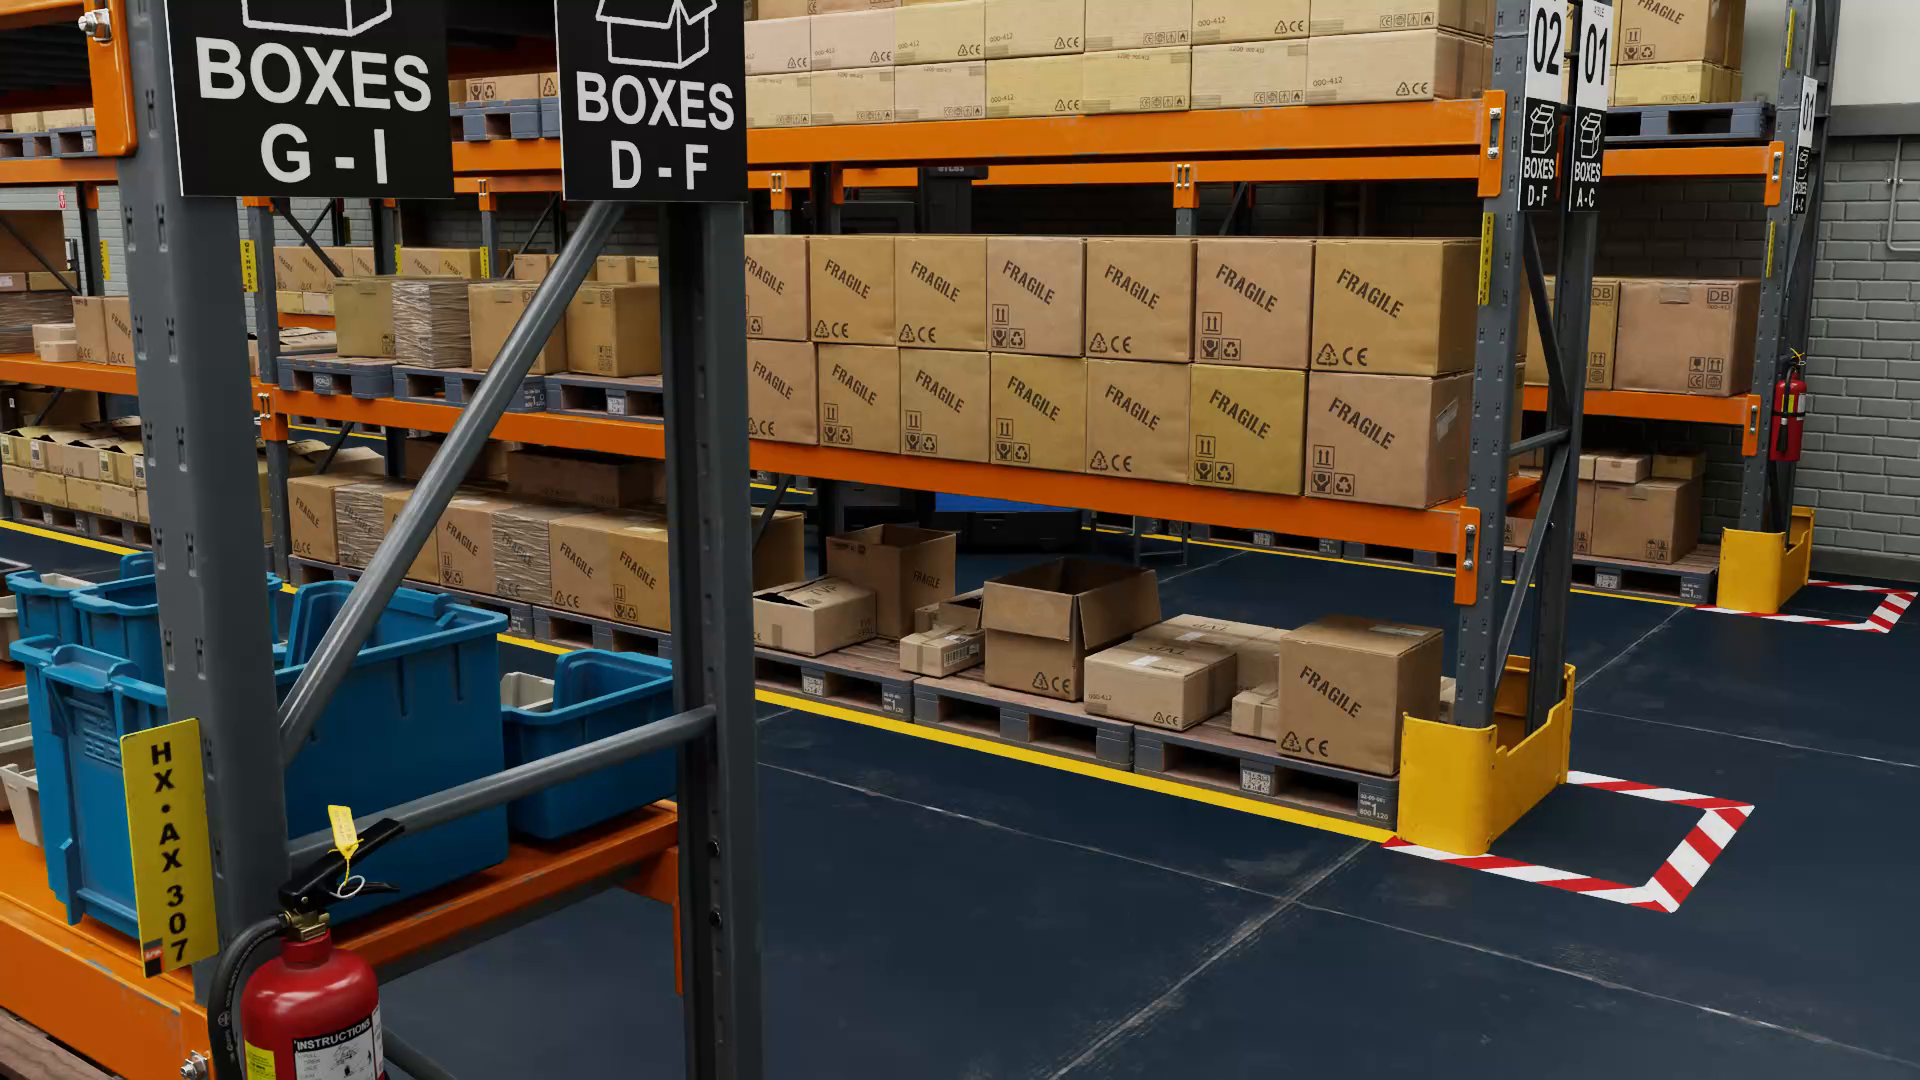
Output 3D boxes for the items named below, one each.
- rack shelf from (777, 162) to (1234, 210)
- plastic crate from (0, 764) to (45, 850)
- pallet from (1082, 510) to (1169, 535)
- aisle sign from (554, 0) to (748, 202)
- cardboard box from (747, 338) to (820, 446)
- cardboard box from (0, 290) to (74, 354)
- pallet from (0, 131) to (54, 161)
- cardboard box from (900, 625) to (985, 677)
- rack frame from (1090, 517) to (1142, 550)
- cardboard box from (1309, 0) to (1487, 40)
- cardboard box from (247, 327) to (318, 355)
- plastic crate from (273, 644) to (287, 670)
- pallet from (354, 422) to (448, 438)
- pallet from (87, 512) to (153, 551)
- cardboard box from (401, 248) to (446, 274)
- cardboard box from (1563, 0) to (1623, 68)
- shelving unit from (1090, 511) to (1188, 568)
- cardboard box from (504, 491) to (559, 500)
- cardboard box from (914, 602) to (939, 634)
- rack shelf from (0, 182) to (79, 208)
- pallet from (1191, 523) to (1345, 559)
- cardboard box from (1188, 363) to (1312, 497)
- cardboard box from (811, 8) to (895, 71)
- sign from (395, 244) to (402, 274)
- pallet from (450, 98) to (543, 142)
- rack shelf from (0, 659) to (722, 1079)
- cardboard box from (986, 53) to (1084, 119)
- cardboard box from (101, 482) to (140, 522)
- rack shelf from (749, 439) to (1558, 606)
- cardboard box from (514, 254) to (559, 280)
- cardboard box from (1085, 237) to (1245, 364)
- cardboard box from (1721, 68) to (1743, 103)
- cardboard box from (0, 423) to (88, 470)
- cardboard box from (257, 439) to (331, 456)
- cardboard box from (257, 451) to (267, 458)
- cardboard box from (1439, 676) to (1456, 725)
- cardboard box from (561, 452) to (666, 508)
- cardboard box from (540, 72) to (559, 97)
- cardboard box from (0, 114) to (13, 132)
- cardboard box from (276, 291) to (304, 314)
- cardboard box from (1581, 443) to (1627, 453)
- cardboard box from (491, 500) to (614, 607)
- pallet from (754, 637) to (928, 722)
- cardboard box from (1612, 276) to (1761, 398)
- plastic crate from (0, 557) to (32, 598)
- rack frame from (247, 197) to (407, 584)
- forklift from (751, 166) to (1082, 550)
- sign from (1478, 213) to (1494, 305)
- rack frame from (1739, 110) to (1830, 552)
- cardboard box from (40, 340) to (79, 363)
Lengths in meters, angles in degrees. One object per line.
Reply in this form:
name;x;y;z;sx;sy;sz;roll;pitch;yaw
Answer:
rack shelf;0.322;-2.919;13.717;4.000;0.370;1.077;8;13;36
plastic crate;-1.470;0.428;2.957;0.243;0.136;0.396;8;13;36
pallet;1.268;-0.281;13.424;1.213;0.211;1.003;8;13;36
aisle sign;-0.472;-0.922;2.553;0.004;0.787;0.394;8;13;36
cardboard box;-0.745;-0.766;8.327;0.500;0.500;0.500;8;14;37
cardboard box;-7.804;-1.813;13.741;0.500;0.500;0.700;8;13;34
pallet;-6.724;-2.997;12.729;1.217;0.209;0.805;7;13;33
cardboard box;-0.081;0.535;8.166;0.250;0.166;0.380;8;13;36
rack frame;1.146;-0.676;12.075;0.400;1.500;0.023;-4;12;-19
cardboard box;1.664;-2.029;6.303;0.500;0.250;0.500;8;13;36
cardboard box;-4.825;-1.352;11.855;0.500;0.311;0.500;8;13;35
plastic crate;-1.241;0.292;3.403;0.300;0.233;0.416;8;13;36
pallet;-6.064;-1.312;18.756;1.213;0.211;1.003;8;13;36
pallet;-5.838;-0.132;12.657;1.213;0.211;1.003;8;13;36
cardboard box;-5.883;-2.898;17.978;0.500;0.500;0.500;7;13;34
cardboard box;4.010;-3.246;10.564;0.500;0.500;0.500;8;14;37
shelving unit;1.268;-0.610;11.736;0.431;1.500;0.755;-4;12;-19
cardboard box;-2.483;-0.069;10.410;0.500;0.500;0.500;7;13;33
cardboard box;-0.030;0.422;8.801;0.250;0.149;0.380;8;13;36
rack shelf;-9.055;-3.059;14.443;4.000;0.370;1.077;8;13;36
pallet;2.501;-0.108;12.532;1.213;0.211;1.003;8;13;36
cardboard box;1.287;-0.482;6.858;0.500;0.500;0.500;8;14;36
cardboard box;-0.346;-2.312;7.762;0.500;0.250;0.500;8;13;36
sign;-3.905;-1.879;11.506;0.005;0.325;0.100;8;13;36
pallet;-2.317;-2.396;9.616;1.003;0.211;1.213;8;13;36
rack shelf;-2.318;0.520;3.837;4.000;0.370;1.077;8;13;36
cardboard box;0.458;-1.953;7.226;0.500;0.250;0.500;8;13;36
cardboard box;-6.025;-0.315;12.395;0.500;0.250;0.500;8;14;37
rack shelf;0.617;-0.238;7.755;4.000;0.370;1.077;8;13;36
cardboard box;-4.124;-2.677;17.046;0.500;0.500;0.700;8;14;36
cardboard box;0.879;-1.028;7.051;0.500;0.500;0.500;8;14;37
cardboard box;4.715;-2.899;10.745;0.500;0.250;0.500;9;14;38
cardboard box;-7.257;-0.762;13.228;0.500;0.311;0.500;8;14;36
cardboard box;-4.896;-0.559;12.177;0.500;0.311;0.500;8;13;34
cardboard box;-5.210;-0.476;11.748;0.500;0.311;0.500;8;13;35
cardboard box;2.095;0.718;7.268;0.250;0.149;0.380;8;13;36
cardboard box;-2.047;-0.377;10.028;0.500;0.250;0.500;8;14;36
cardboard box;-1.909;-2.732;9.226;0.600;0.600;0.600;8;13;35
cardboard box;-7.693;-3.609;13.652;0.500;0.500;0.500;9;14;40
cardboard box;-7.532;-2.756;19.222;0.500;0.250;0.500;7;13;34
cardboard box;4.345;-0.559;11.289;0.250;0.149;0.380;8;14;36
cardboard box;-2.360;0.071;9.690;0.500;0.500;0.500;8;14;36
pallet;-0.442;0.631;8.714;1.213;0.211;1.003;8;13;36
cardboard box;4.741;-1.328;10.706;0.700;0.700;0.980;9;14;38
plastic crate;-2.869;0.133;4.514;0.590;0.125;0.437;8;13;36
rack frame;-4.219;-1.265;11.173;0.127;3.000;1.000;8;13;36
forklift;-0.625;-1.440;12.258;3.031;2.935;1.130;0;11;1
sign;1.885;-1.007;5.957;0.005;0.325;0.100;8;13;36
rack frame;5.158;-1.125;10.446;0.127;3.000;1.000;8;13;36
cardboard box;-6.850;-1.461;12.845;0.250;0.149;0.380;8;13;36
